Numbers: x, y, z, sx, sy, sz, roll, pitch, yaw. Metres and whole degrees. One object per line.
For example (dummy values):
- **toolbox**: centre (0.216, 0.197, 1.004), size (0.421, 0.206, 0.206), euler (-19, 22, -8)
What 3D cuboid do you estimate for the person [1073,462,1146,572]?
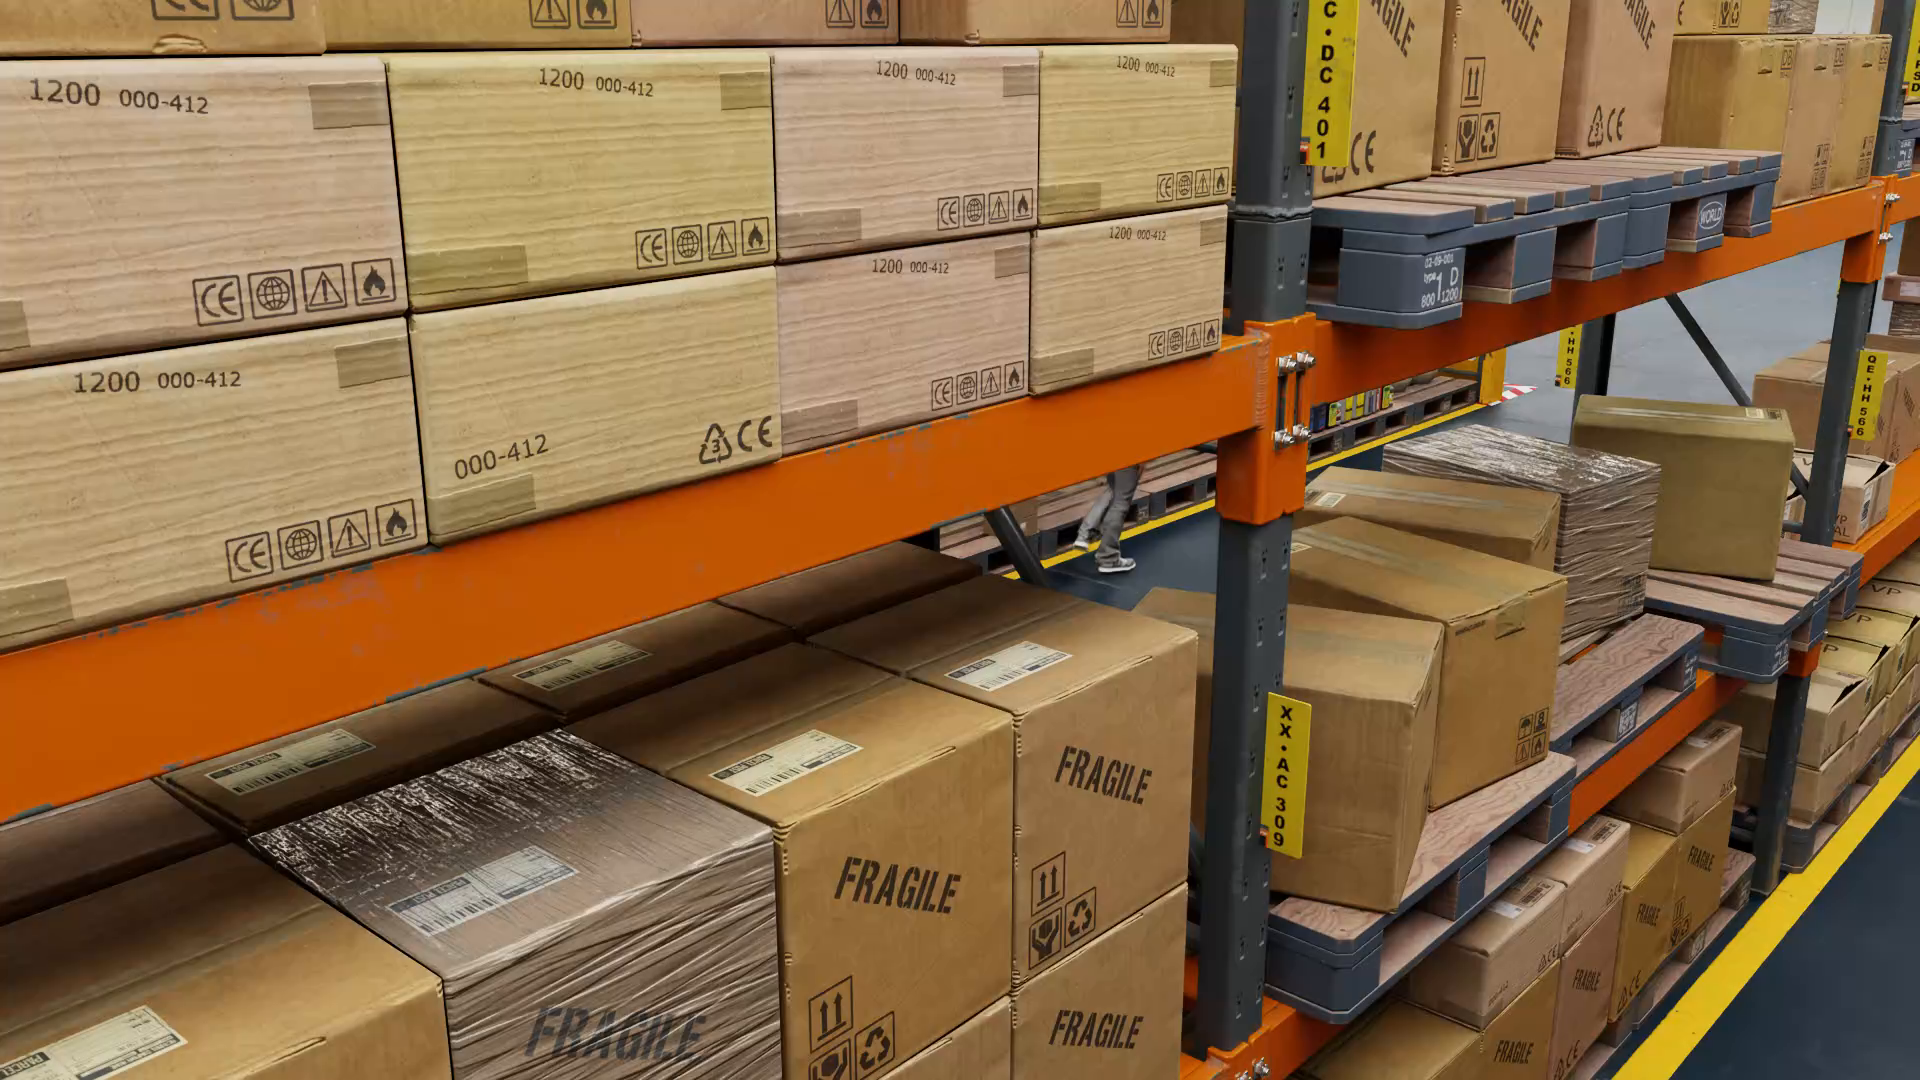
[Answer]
- **person**: centre (0.967, -0.563, 10.358), size (0.470, 1.589, 0.477), euler (-12, 21, -34)
